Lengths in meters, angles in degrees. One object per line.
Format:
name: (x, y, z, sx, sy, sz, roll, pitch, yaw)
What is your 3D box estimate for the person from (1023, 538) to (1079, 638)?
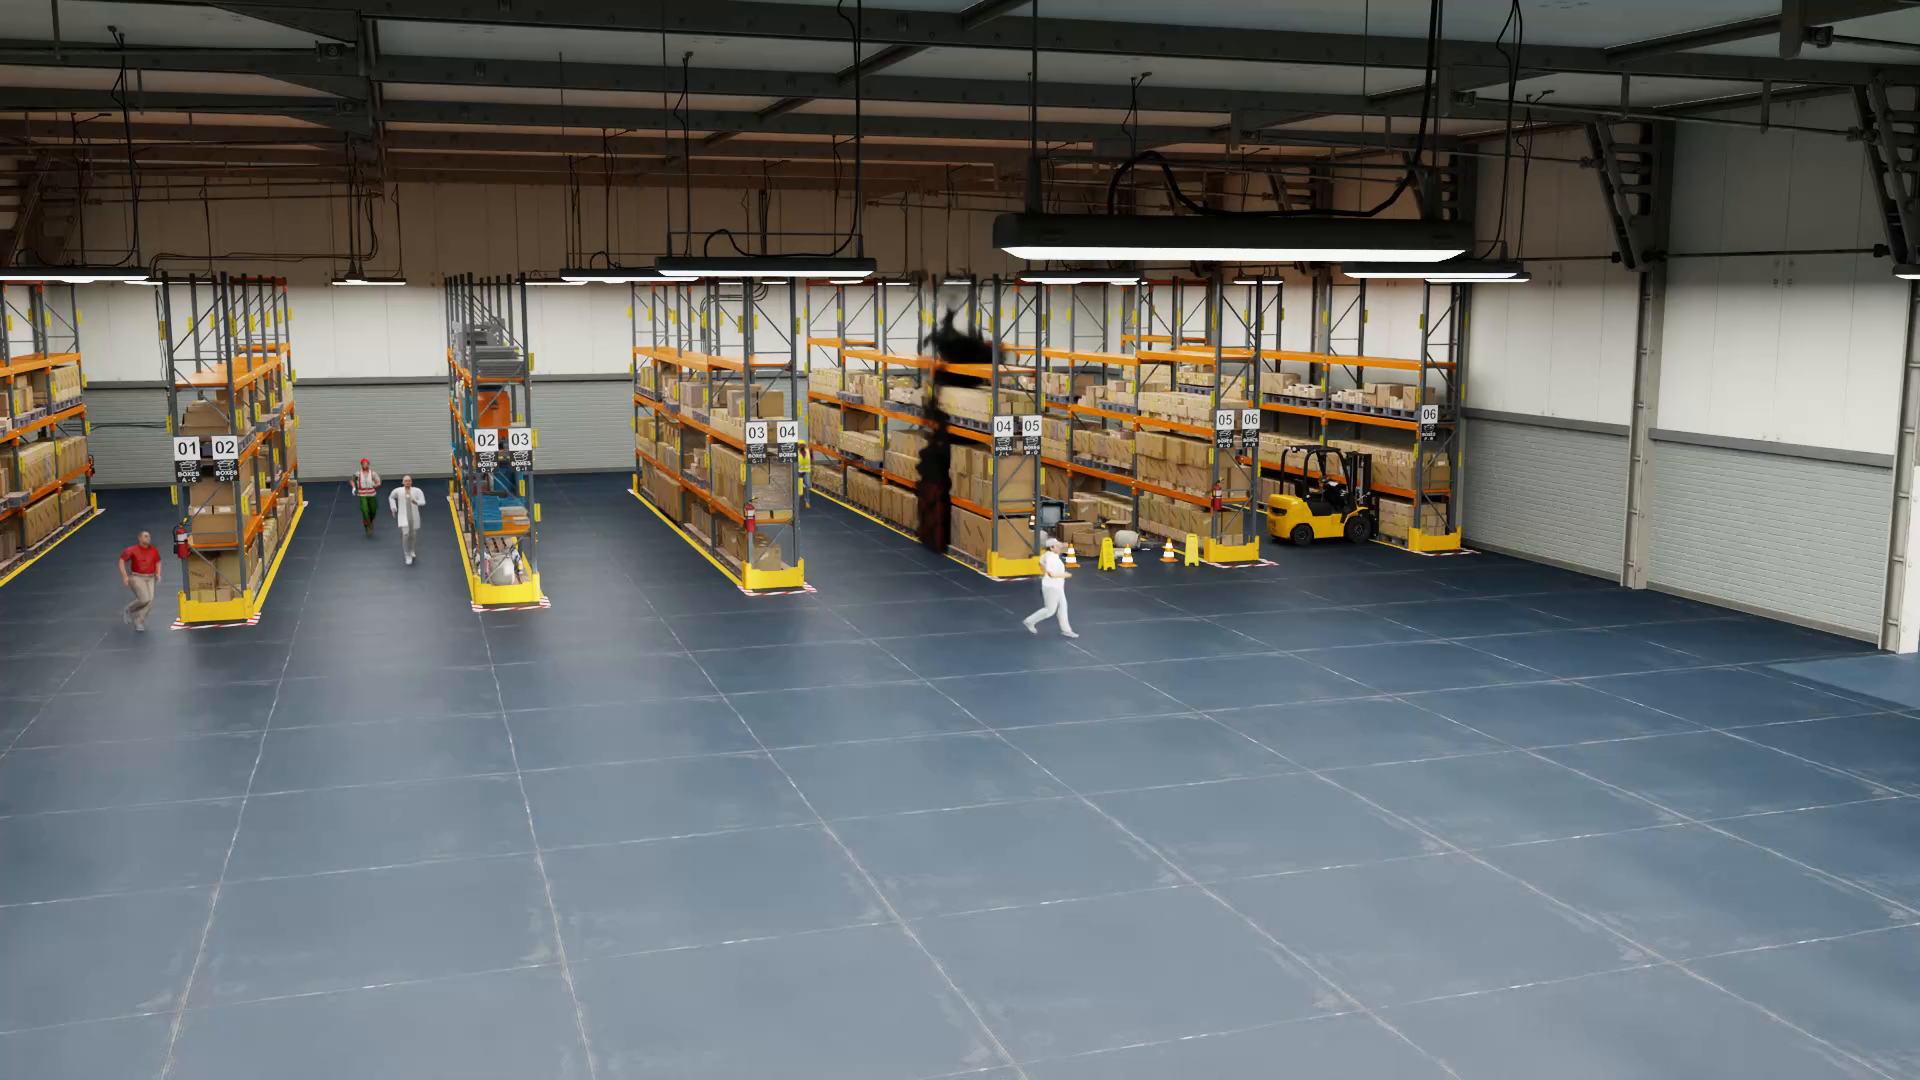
person: (1.501, 0.793, 27.293, 0.921, 1.667, 0.609, 1, 9, 6)

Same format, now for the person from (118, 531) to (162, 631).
person: (-13.778, 0.682, 28.120, 0.544, 1.649, 0.700, 5, 10, 31)

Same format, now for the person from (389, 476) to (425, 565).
person: (-11.627, -0.448, 35.073, 0.678, 1.833, 0.918, -5, 10, -28)

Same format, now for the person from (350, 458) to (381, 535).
person: (-13.886, -1.029, 38.930, 0.667, 1.768, 0.967, -4, 10, -27)

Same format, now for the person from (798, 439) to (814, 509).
person: (-4.153, -1.765, 43.837, 0.707, 1.781, 0.969, -3, 9, -18)
